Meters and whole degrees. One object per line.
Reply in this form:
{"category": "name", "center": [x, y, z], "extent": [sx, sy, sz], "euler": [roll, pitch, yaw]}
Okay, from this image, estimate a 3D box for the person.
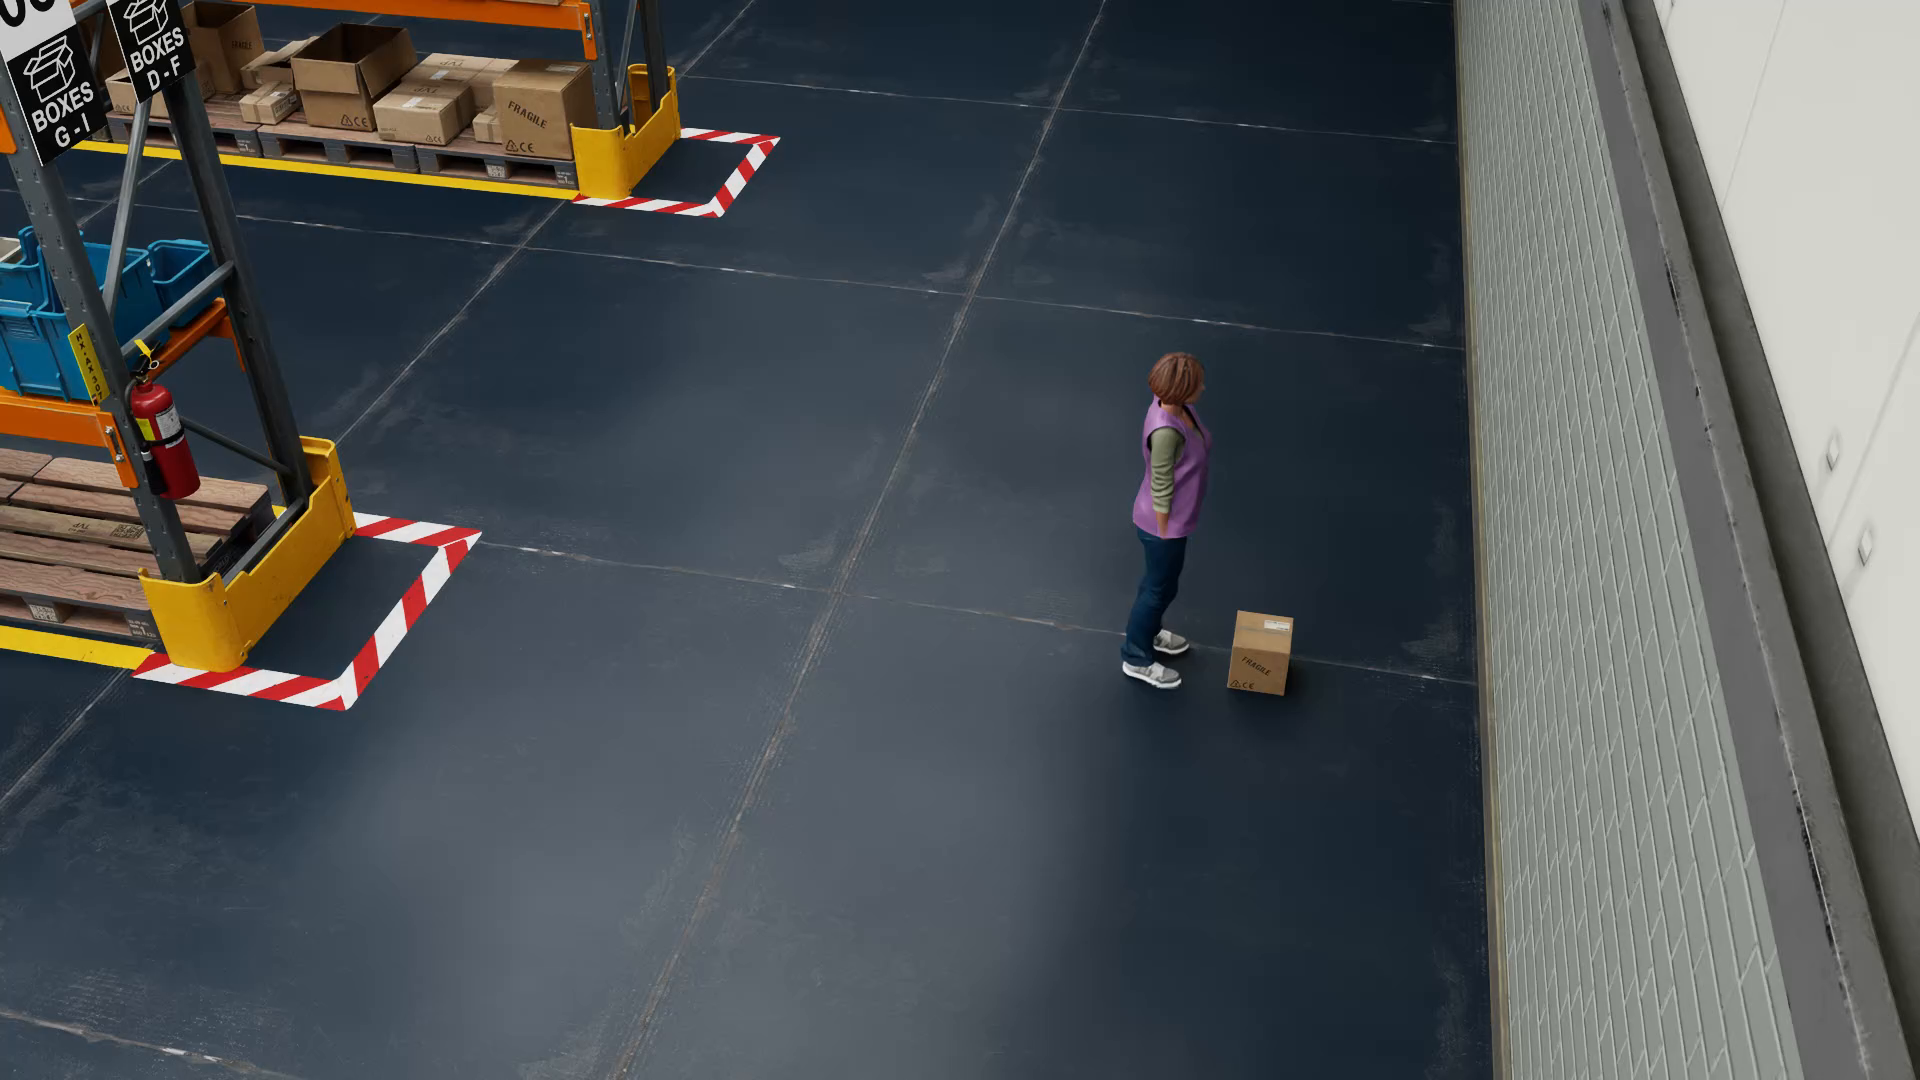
{"category": "person", "center": [0.890, -0.101, 7.110], "extent": [0.303, 1.604, 0.408], "euler": [8, 38, 11]}
